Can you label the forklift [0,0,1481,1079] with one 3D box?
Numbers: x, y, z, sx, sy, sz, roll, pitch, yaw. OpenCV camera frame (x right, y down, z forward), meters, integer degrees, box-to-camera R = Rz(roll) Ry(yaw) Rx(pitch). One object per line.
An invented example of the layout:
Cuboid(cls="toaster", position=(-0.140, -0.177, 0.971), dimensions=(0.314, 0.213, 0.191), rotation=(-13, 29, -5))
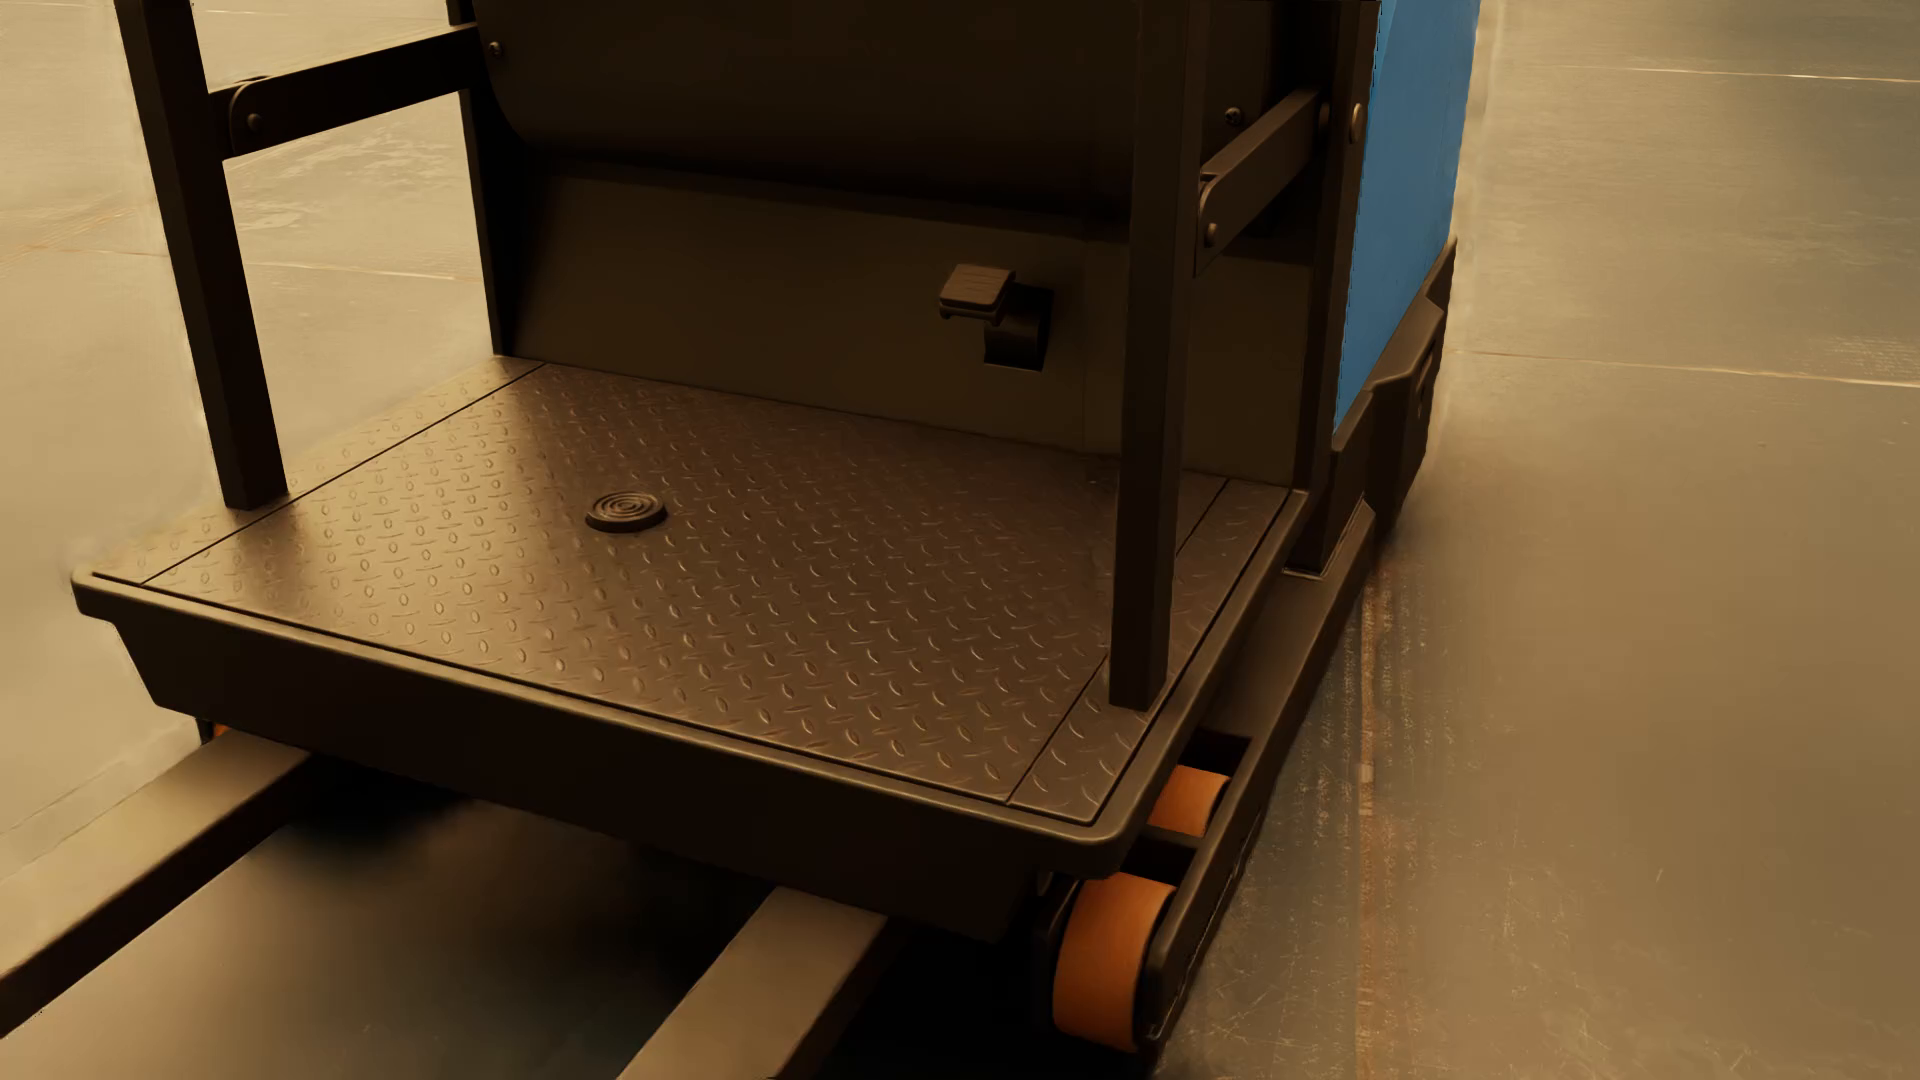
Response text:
Cuboid(cls="forklift", position=(-0.197, -1.052, 1.331), dimensions=(1.130, 2.935, 3.031), rotation=(11, 29, 21))
